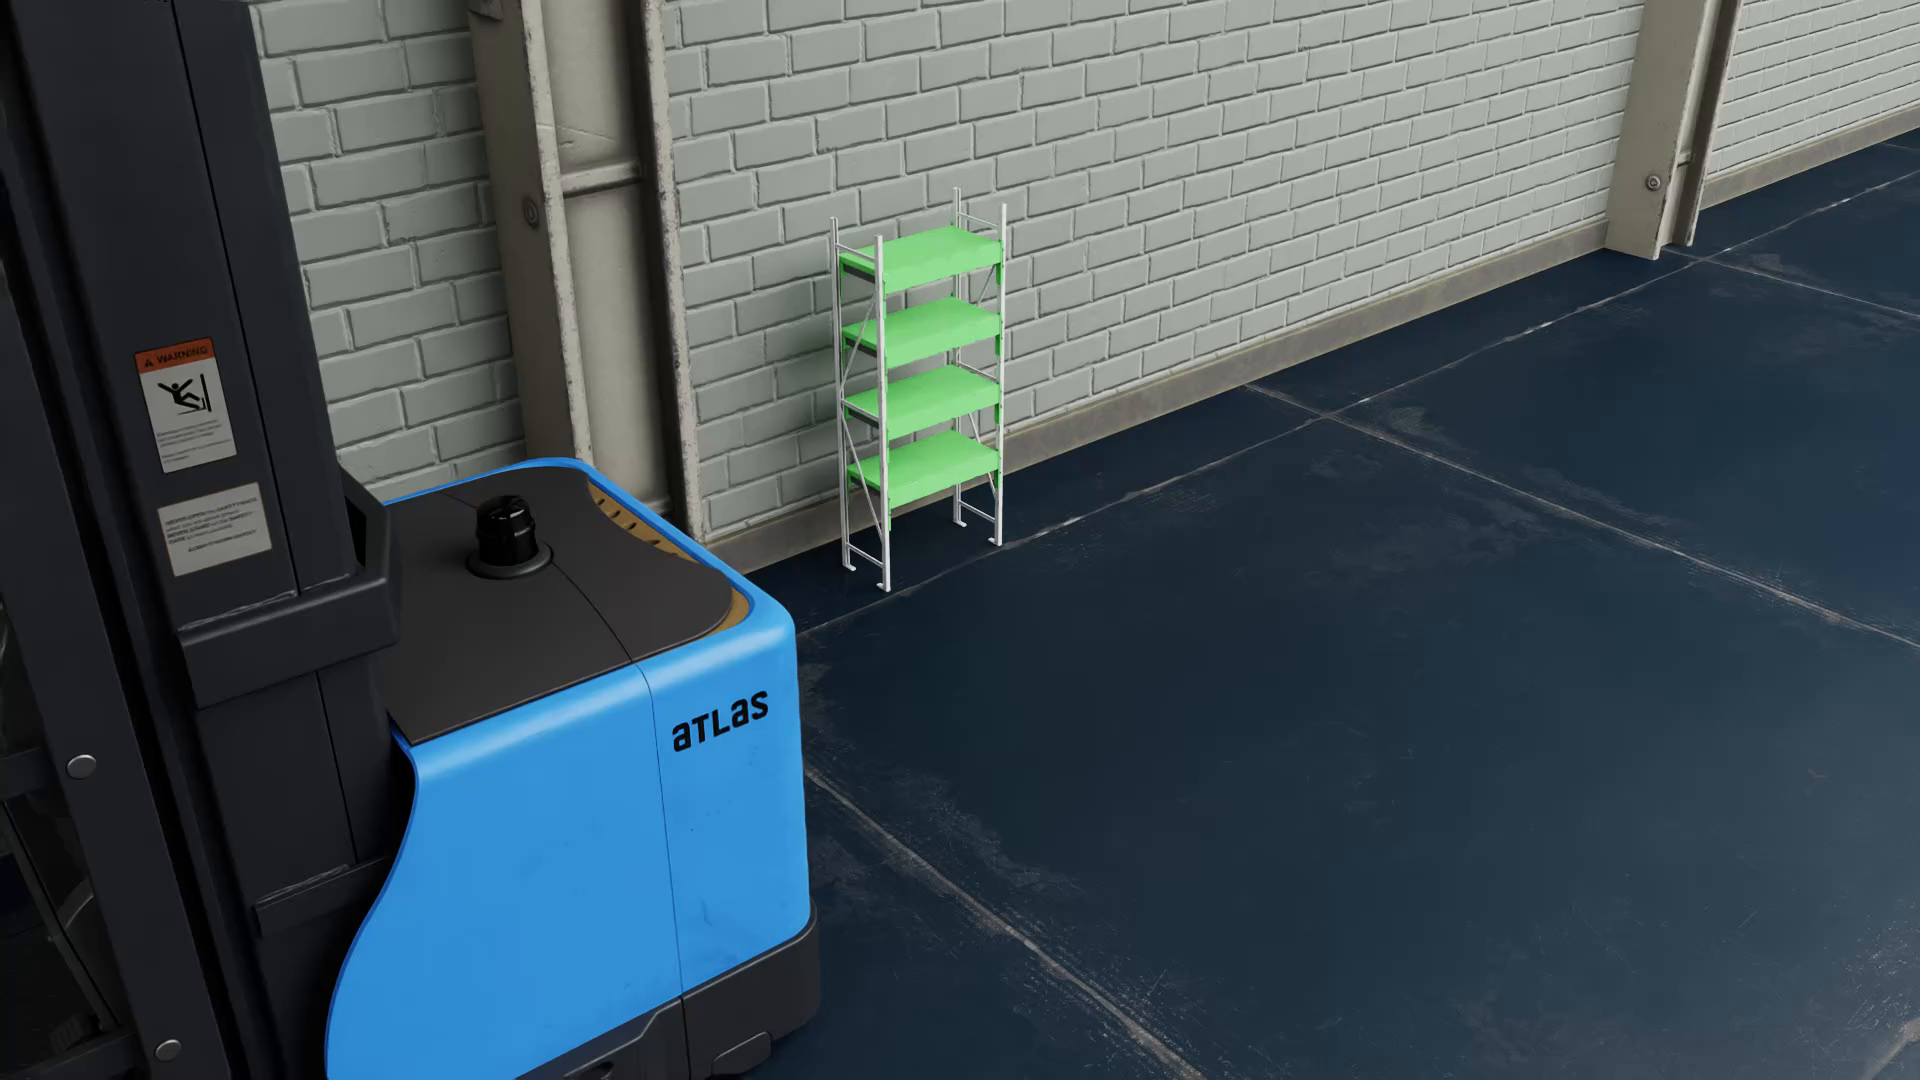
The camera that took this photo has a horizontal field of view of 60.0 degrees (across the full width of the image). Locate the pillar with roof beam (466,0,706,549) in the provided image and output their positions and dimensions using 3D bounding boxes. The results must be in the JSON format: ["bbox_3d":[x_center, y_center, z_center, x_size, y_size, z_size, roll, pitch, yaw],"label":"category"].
[{"bbox_3d":[1.777,-2.117,0.164,0.400,9.000,9.100,-22,35,-35],"label":"pillar with roof beam"}]

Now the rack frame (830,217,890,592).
[{"bbox_3d":[-0.312,-0.404,5.233,0.015,1.200,0.240,-22,35,-35],"label":"rack frame"}]

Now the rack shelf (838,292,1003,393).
[{"bbox_3d":[-0.126,-0.634,5.289,0.480,0.148,0.258,-22,35,-35],"label":"rack shelf"}]

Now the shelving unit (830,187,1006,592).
[{"bbox_3d":[-0.126,-0.479,5.372,0.503,1.200,0.258,-22,35,-35],"label":"shelving unit"}]

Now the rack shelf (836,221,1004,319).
[{"bbox_3d":[-0.126,-0.846,5.176,0.480,0.148,0.258,-22,35,-35],"label":"rack shelf"}]

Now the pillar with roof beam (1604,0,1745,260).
[{"bbox_3d":[6.342,-3.953,3.599,0.400,9.000,9.100,-22,35,-35],"label":"pillar with roof beam"}]

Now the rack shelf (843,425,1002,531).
[{"bbox_3d":[-0.126,-0.211,5.516,0.480,0.148,0.258,-22,35,-35],"label":"rack shelf"}]

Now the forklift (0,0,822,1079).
[{"bbox_3d":[-1.776,0.048,2.550,3.031,2.935,1.130,-21,34,-33],"label":"forklift"}]

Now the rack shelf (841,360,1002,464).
[{"bbox_3d":[-0.126,-0.422,5.403,0.480,0.148,0.258,-22,35,-35],"label":"rack shelf"}]

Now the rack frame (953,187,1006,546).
[{"bbox_3d":[0.060,-0.553,5.512,0.015,1.200,0.240,-22,35,-35],"label":"rack frame"}]
